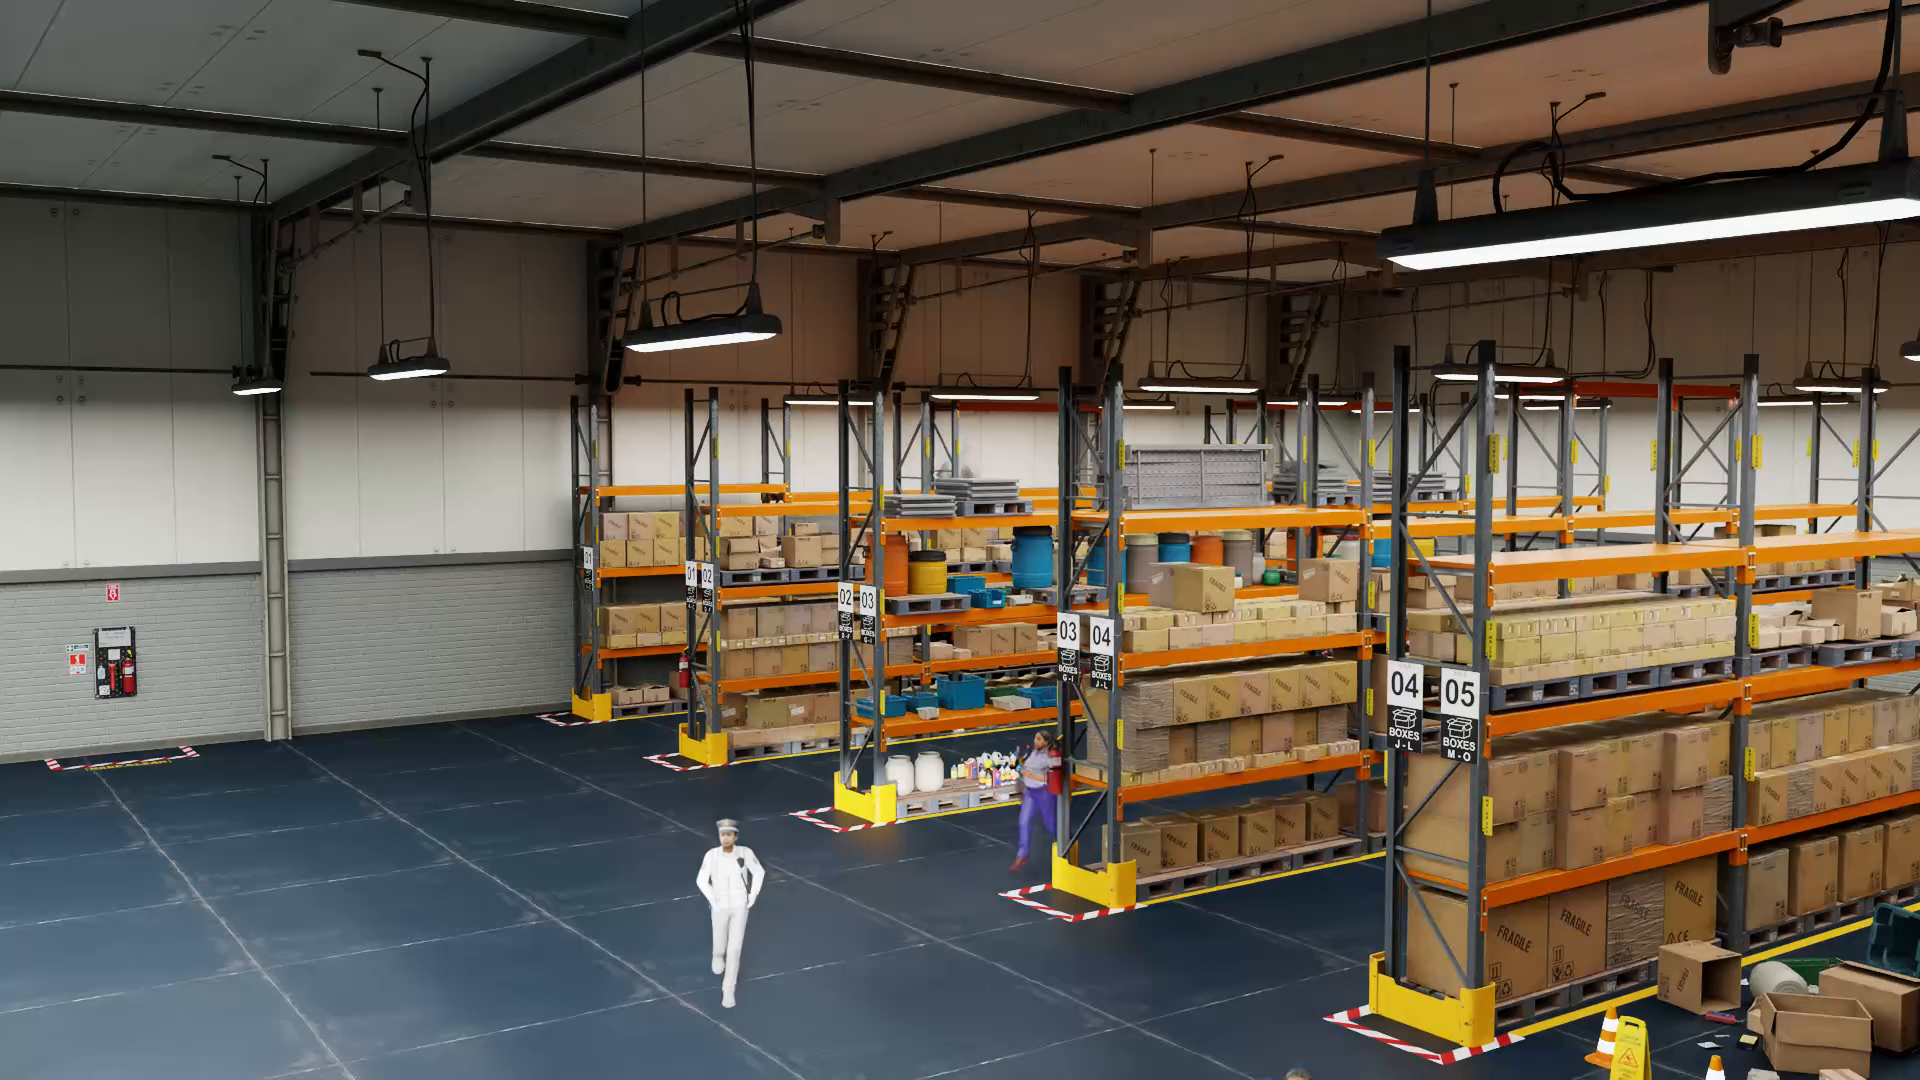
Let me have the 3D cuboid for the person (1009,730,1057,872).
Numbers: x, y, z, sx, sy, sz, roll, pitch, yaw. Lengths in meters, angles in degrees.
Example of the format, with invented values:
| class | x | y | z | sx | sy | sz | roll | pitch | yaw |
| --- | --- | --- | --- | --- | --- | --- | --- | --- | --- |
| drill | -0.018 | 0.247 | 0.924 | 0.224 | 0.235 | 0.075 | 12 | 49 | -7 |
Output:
| class | x | y | z | sx | sy | sz | roll | pitch | yaw |
| --- | --- | --- | --- | --- | --- | --- | --- | --- | --- |
| person | 0.974 | 3.118 | 20.057 | 0.860 | 1.672 | 0.589 | -3 | 5 | -41 |

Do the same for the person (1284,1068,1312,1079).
| class | x | y | z | sx | sy | sz | roll | pitch | yaw |
| --- | --- | --- | --- | --- | --- | --- | --- | --- | --- |
| person | 1.886 | 3.782 | 9.345 | 0.587 | 1.615 | 0.871 | 0 | 3 | 8 |

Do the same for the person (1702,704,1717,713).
| class | x | y | z | sx | sy | sz | roll | pitch | yaw |
| --- | --- | --- | --- | --- | --- | --- | --- | --- | --- |
| person | 10.272 | 3.015 | 22.831 | 0.566 | 1.547 | 0.534 | -3 | 4 | -37 |

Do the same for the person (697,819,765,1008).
| class | x | y | z | sx | sy | sz | roll | pitch | yaw |
| --- | --- | --- | --- | --- | --- | --- | --- | --- | --- |
| person | -2.148 | 3.414 | 15.491 | 0.590 | 1.683 | 0.781 | 0 | 3 | -4 |
